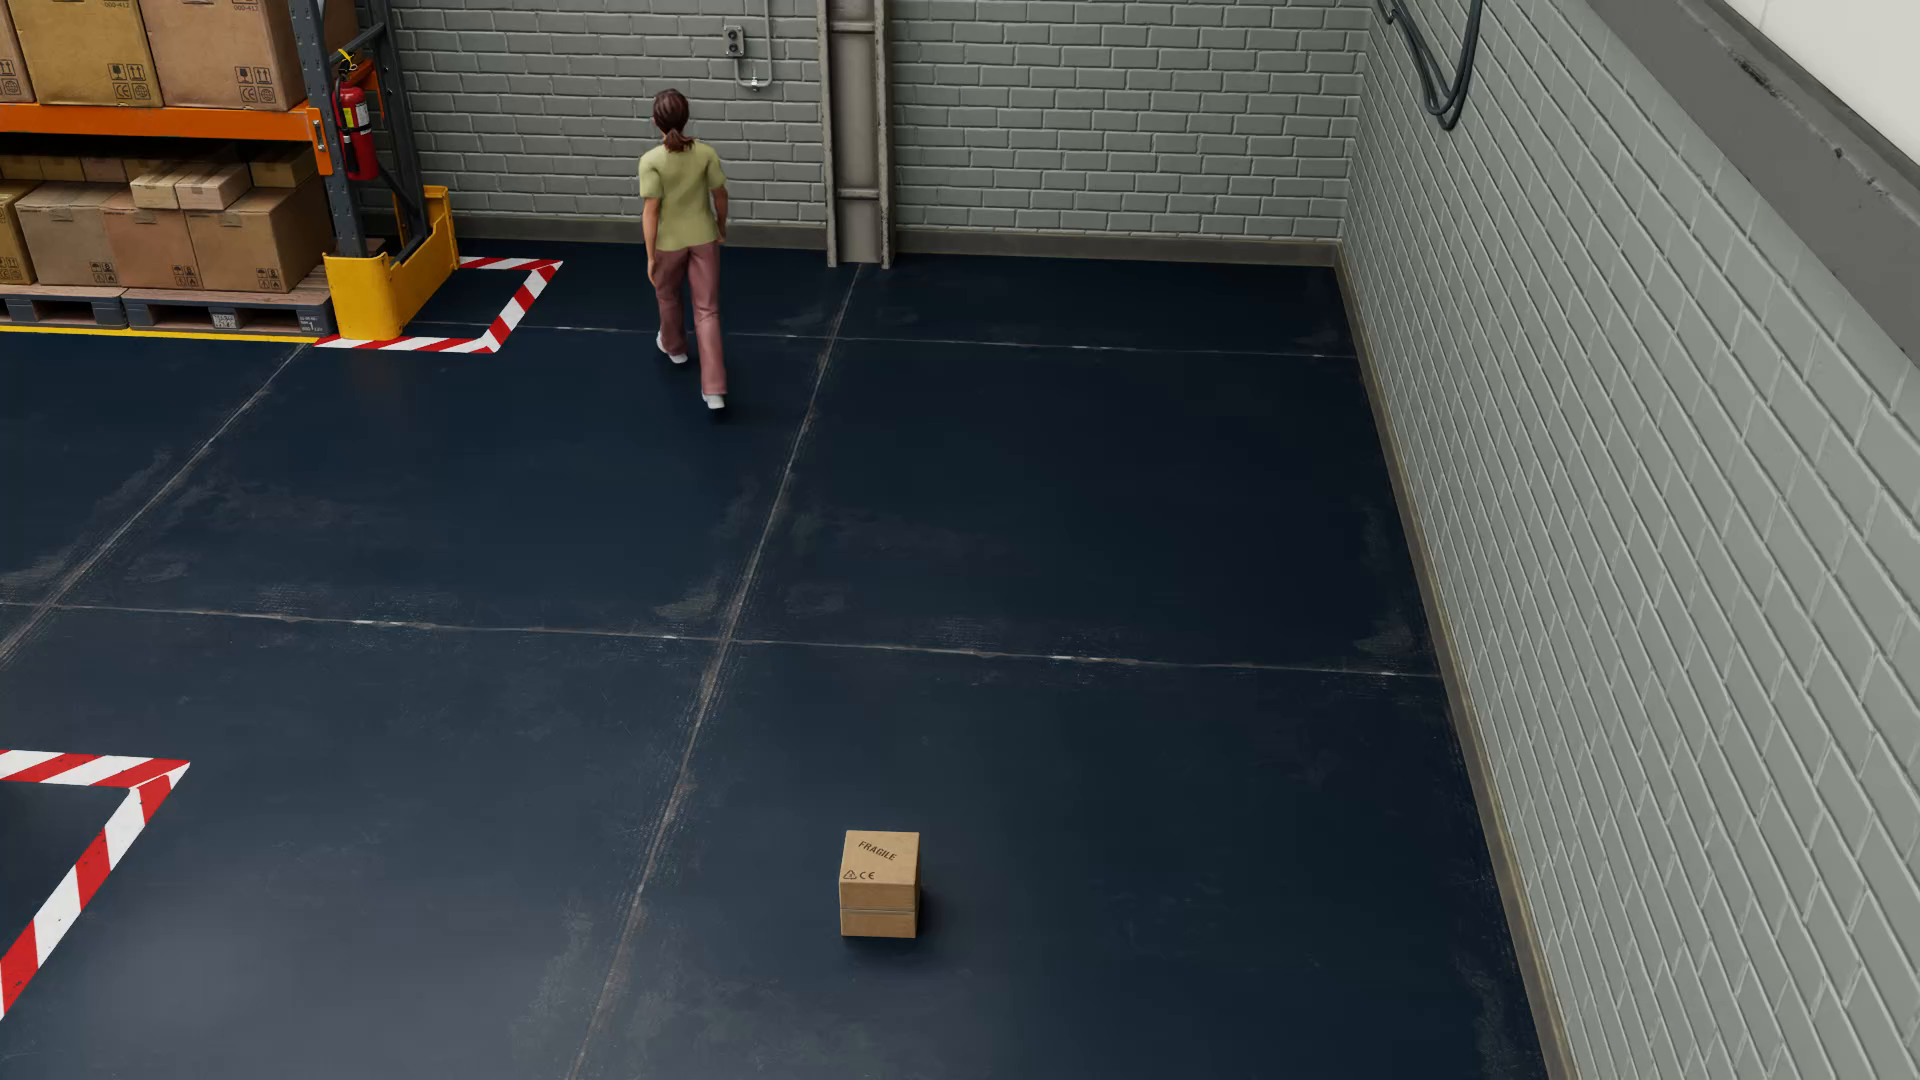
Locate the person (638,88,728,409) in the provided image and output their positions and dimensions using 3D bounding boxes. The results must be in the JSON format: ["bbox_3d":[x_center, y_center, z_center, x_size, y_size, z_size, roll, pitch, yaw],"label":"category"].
[{"bbox_3d":[-1.421,-1.559,8.629,0.465,1.612,1.020,-9,33,-14],"label":"person"}]
